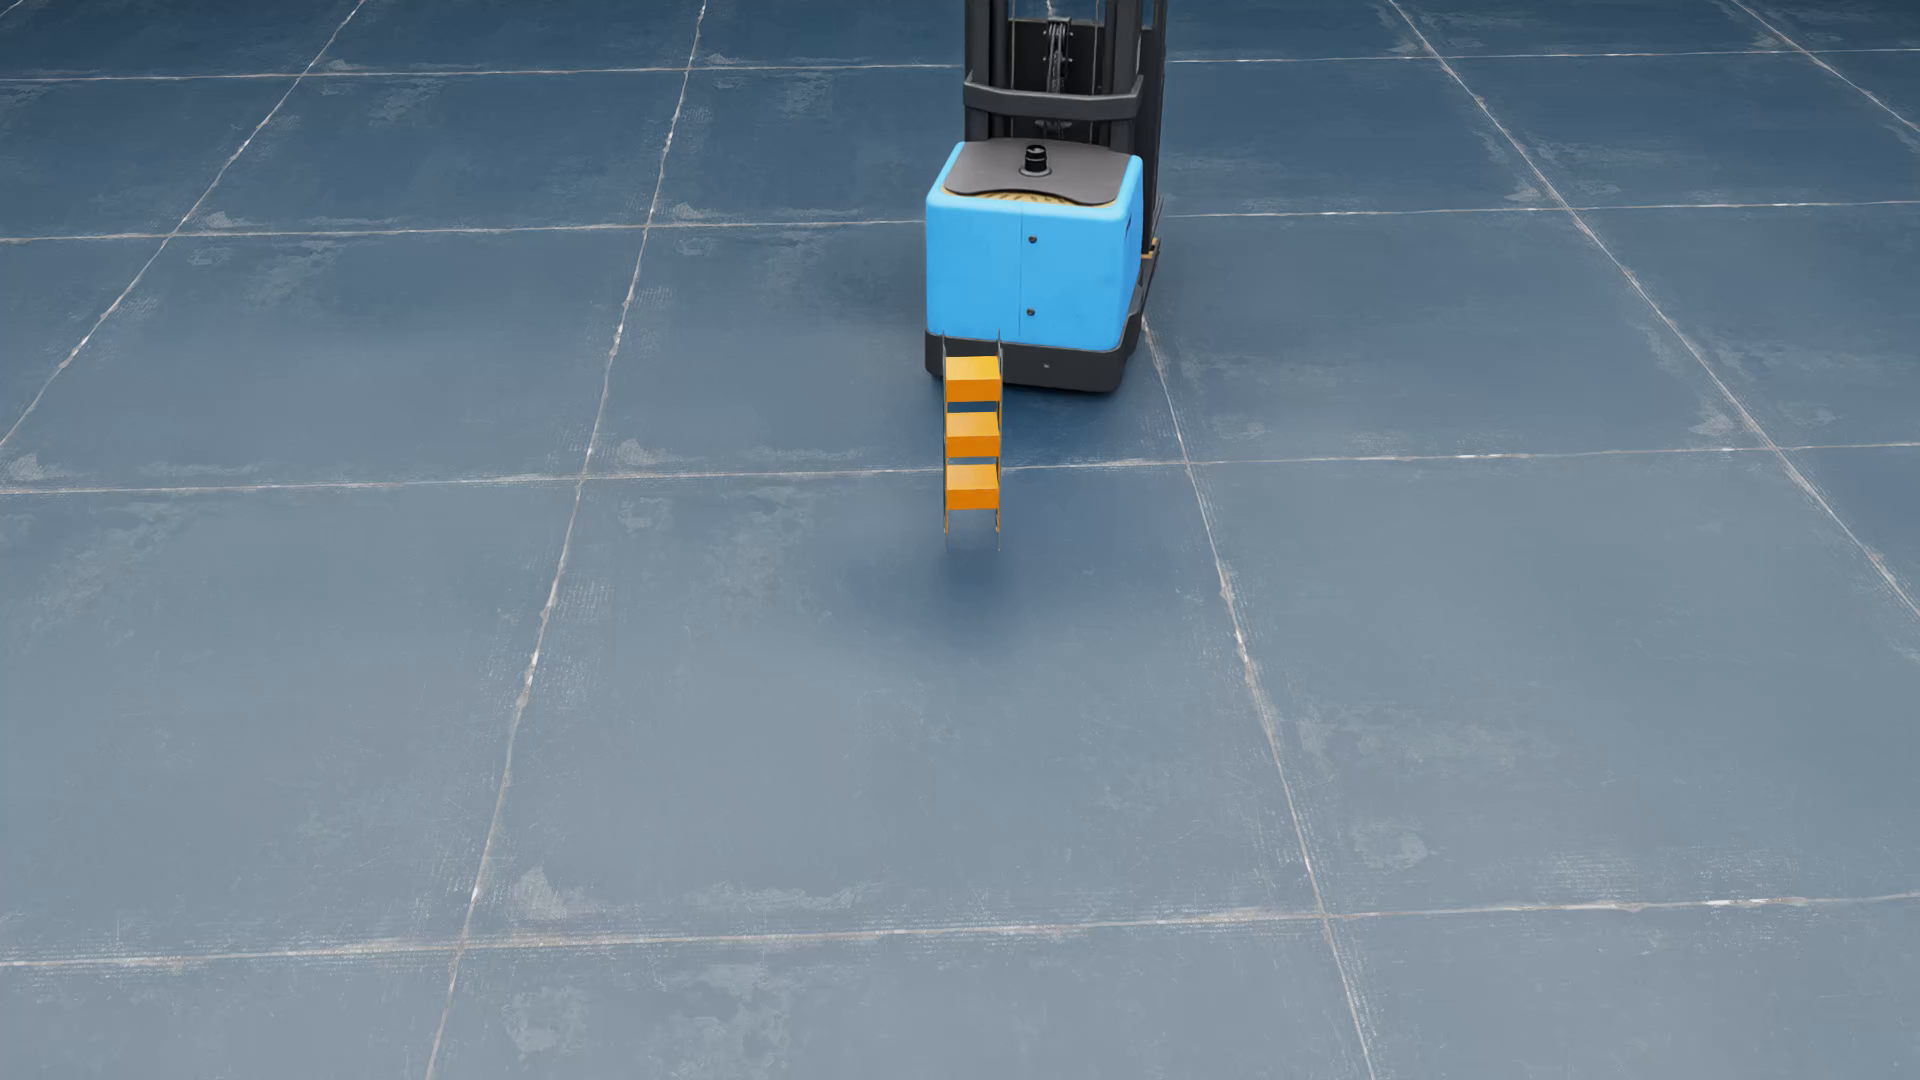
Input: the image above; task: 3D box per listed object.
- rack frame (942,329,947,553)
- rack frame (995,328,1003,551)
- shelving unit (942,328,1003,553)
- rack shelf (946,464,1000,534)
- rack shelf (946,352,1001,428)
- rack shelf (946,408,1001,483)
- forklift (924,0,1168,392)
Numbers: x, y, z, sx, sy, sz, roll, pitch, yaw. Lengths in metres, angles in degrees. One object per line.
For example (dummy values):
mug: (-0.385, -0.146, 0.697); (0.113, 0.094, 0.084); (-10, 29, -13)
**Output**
rack frame: (-0.068, -0.430, 7.449); (0.008, 1.050, 0.200); (-2, 35, -2)
rack frame: (0.175, -0.436, 7.458); (0.008, 1.050, 0.200); (-2, 35, -2)
shelving unit: (0.053, -0.433, 7.453); (0.252, 1.050, 0.215); (-2, 35, -2)
rack shelf: (0.053, -0.196, 7.618); (0.240, 0.259, 0.215); (-2, 35, -2)
rack shelf: (0.053, -0.658, 7.298); (0.240, 0.259, 0.215); (-2, 35, -2)
rack shelf: (0.053, -0.424, 7.459); (0.240, 0.259, 0.215); (-2, 35, -2)
forklift: (0.617, -2.816, 9.244); (1.130, 2.935, 3.031); (7, 35, 10)
